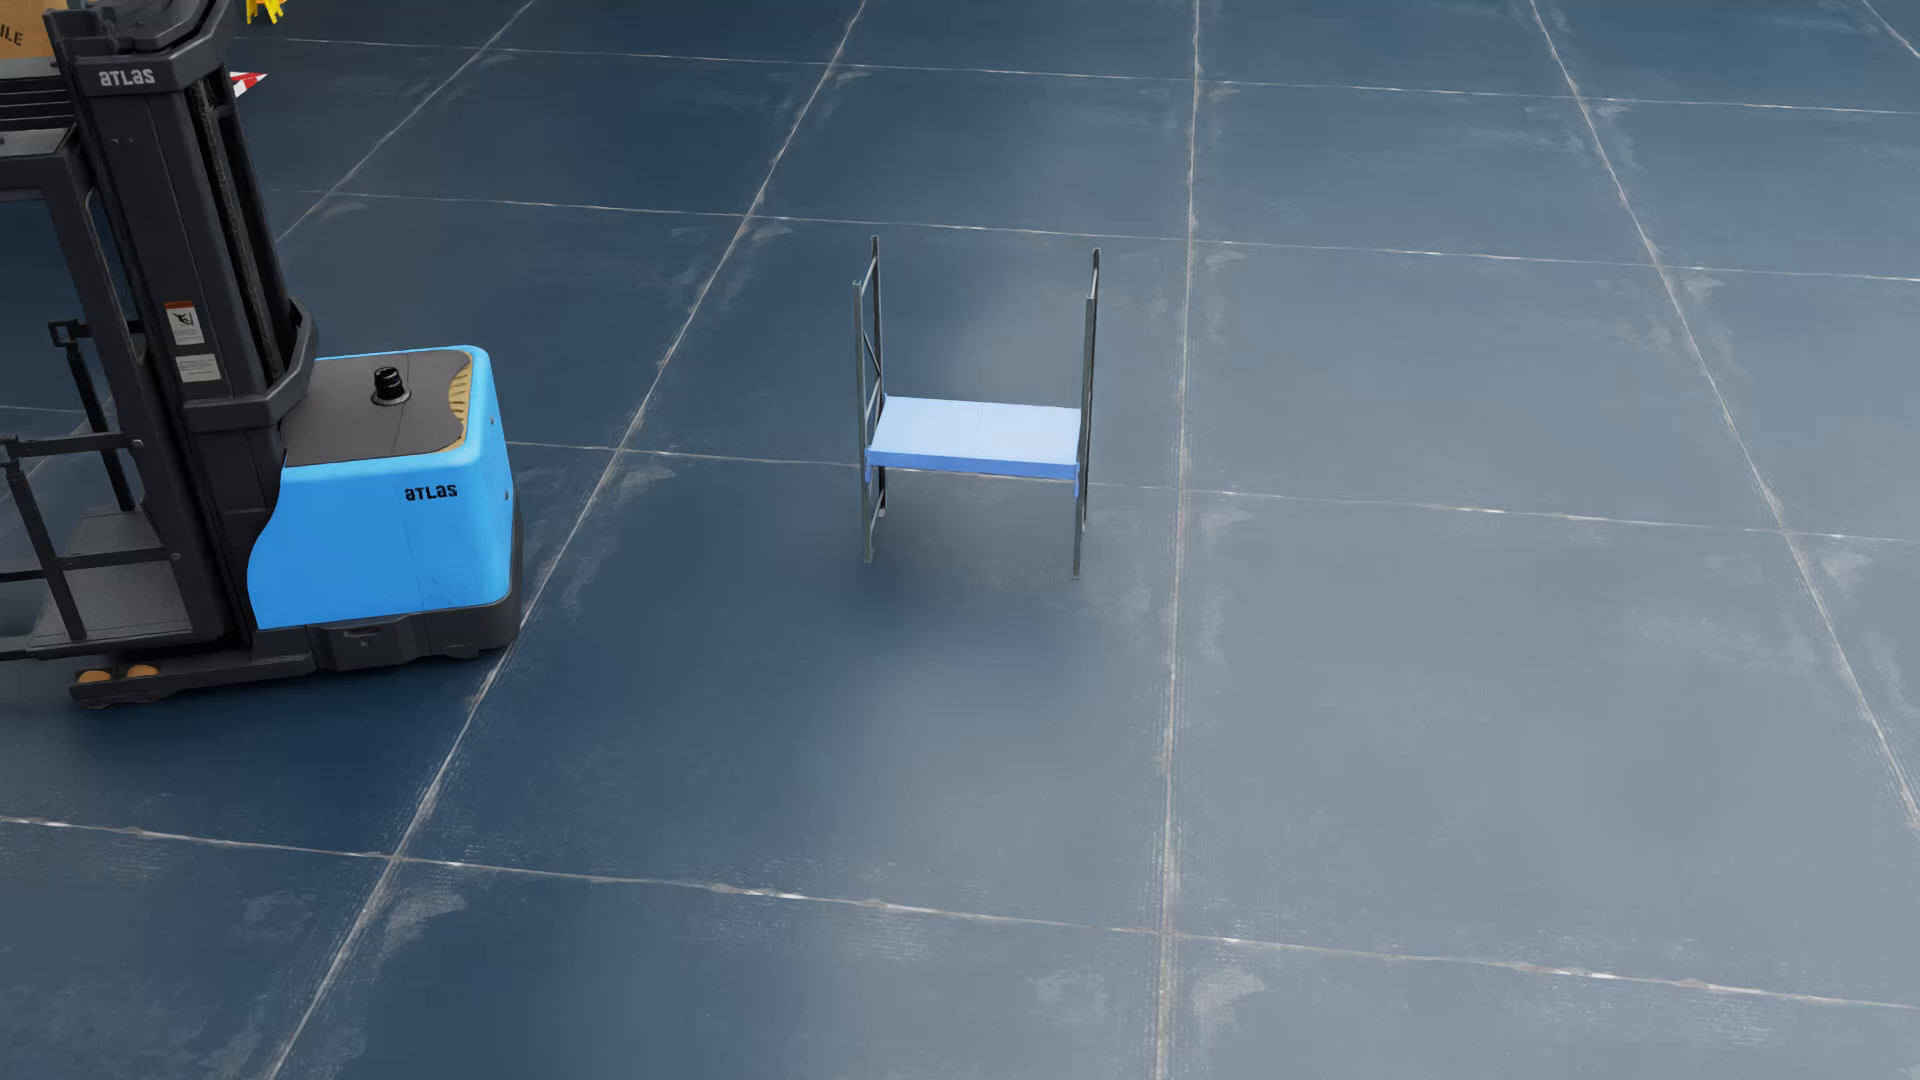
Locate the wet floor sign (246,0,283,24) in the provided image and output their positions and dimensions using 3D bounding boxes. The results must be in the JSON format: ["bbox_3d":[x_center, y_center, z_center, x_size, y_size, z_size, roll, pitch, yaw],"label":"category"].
[{"bbox_3d":[-6.138,-4.864,14.509,0.232,0.644,0.267,-2,36,-2],"label":"wet floor sign"}]

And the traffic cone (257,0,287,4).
[{"bbox_3d":[-6.283,-5.134,15.045,0.334,0.463,0.336,4,36,6],"label":"traffic cone"}]

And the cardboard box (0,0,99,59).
[{"bbox_3d":[-7.099,-4.001,12.742,0.875,0.875,0.875,4,36,6],"label":"cardboard box"}]

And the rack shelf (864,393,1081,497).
[{"bbox_3d":[0.085,-0.458,7.910,1.000,0.185,0.538,4,36,6],"label":"rack shelf"}]

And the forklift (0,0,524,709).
[{"bbox_3d":[-3.565,-0.795,6.841,3.031,2.935,1.130,-6,36,-9],"label":"forklift"}]

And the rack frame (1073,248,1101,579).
[{"bbox_3d":[0.589,-0.567,7.753,0.032,1.500,0.500,4,36,6],"label":"rack frame"}]

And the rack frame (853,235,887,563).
[{"bbox_3d":[-0.420,-0.642,7.858,0.032,1.500,0.500,4,36,6],"label":"rack frame"}]

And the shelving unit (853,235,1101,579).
[{"bbox_3d":[0.085,-0.604,7.805,1.048,1.500,0.538,4,36,6],"label":"shelving unit"}]

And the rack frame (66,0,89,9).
[{"bbox_3d":[-6.418,-4.683,12.230,0.127,3.000,1.000,4,36,6],"label":"rack frame"}]
